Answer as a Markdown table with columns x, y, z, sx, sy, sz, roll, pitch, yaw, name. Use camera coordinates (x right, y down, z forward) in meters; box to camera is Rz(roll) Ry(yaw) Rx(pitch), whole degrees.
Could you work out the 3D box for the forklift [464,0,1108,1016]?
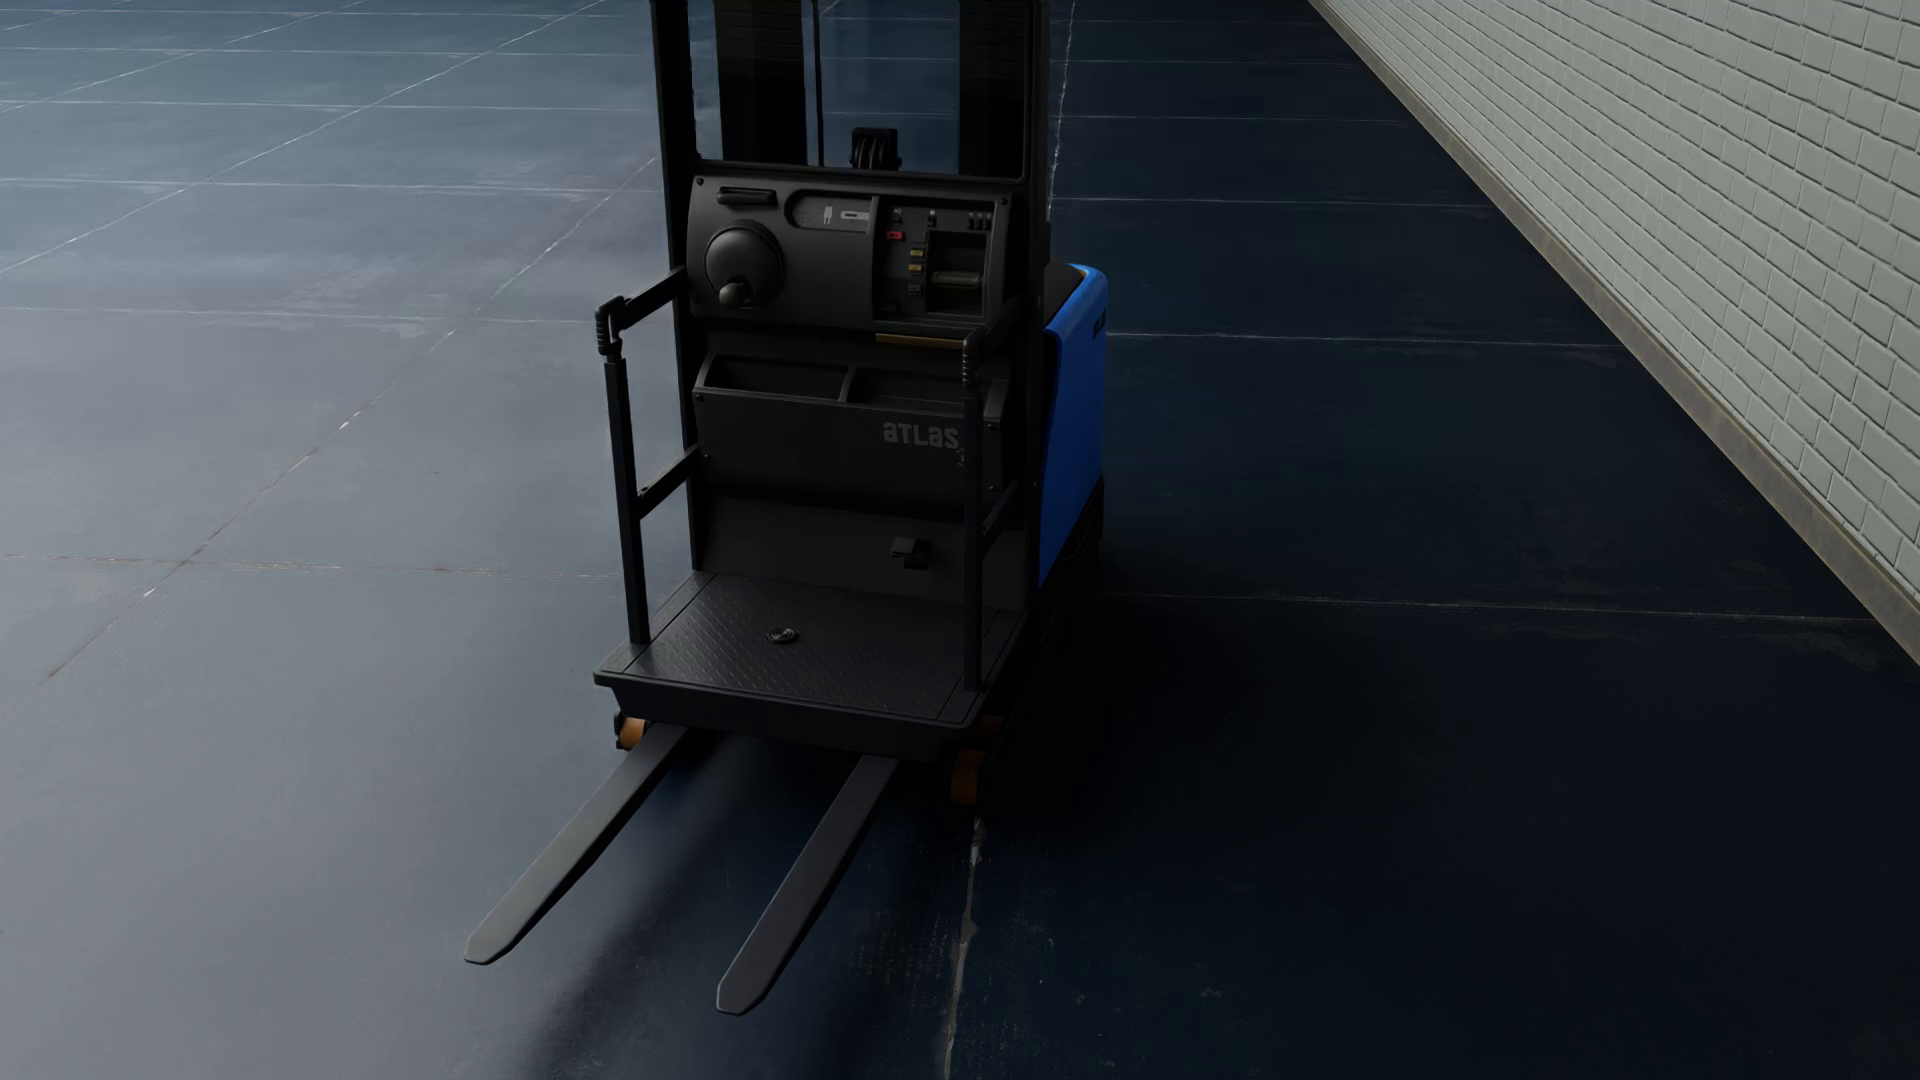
| x | y | z | sx | sy | sz | roll | pitch | yaw | name |
| --- | --- | --- | --- | --- | --- | --- | --- | --- | --- |
| -0.370 | -0.768 | 4.413 | 1.130 | 2.935 | 3.031 | 7 | 26 | 14 | forklift |
